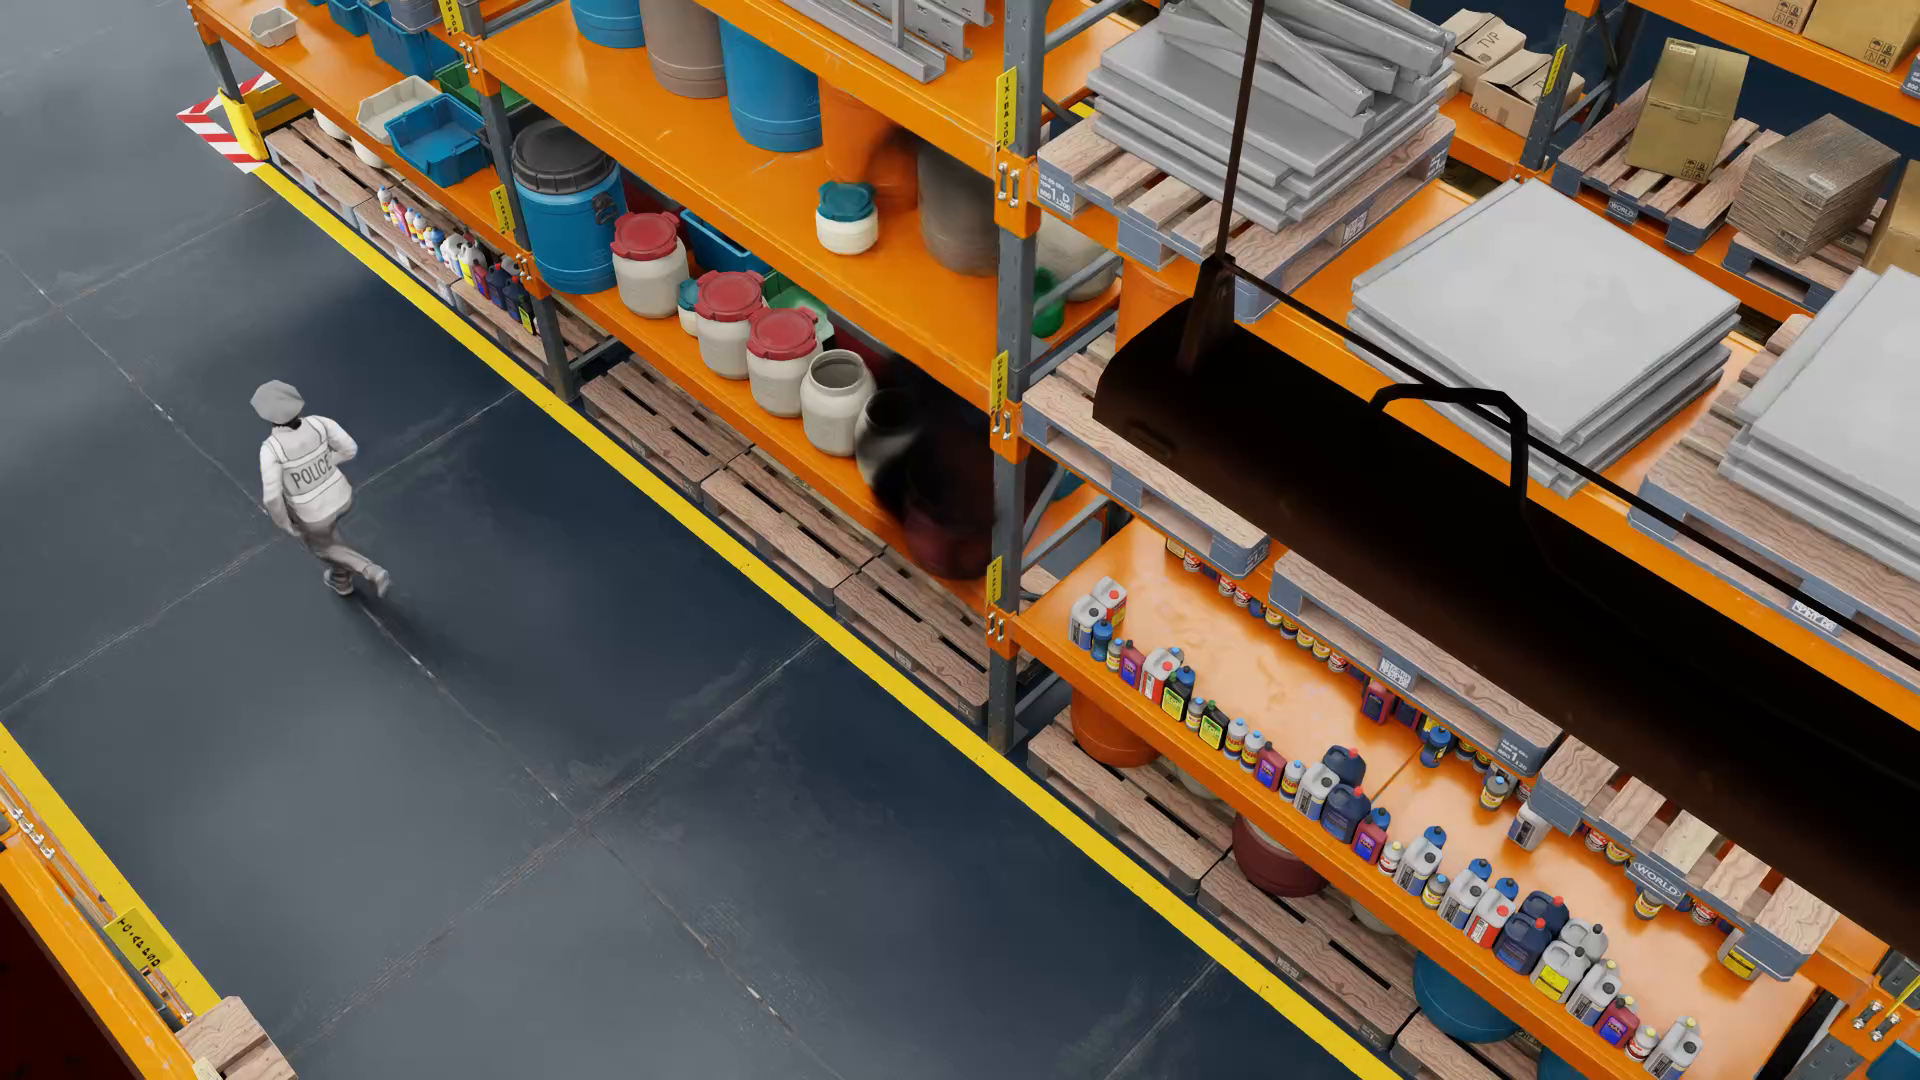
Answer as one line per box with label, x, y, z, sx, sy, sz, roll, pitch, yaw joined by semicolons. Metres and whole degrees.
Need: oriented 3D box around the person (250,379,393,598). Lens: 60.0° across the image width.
person;-3.605;-0.181;9.505;0.698;1.663;0.642;28;55;21
